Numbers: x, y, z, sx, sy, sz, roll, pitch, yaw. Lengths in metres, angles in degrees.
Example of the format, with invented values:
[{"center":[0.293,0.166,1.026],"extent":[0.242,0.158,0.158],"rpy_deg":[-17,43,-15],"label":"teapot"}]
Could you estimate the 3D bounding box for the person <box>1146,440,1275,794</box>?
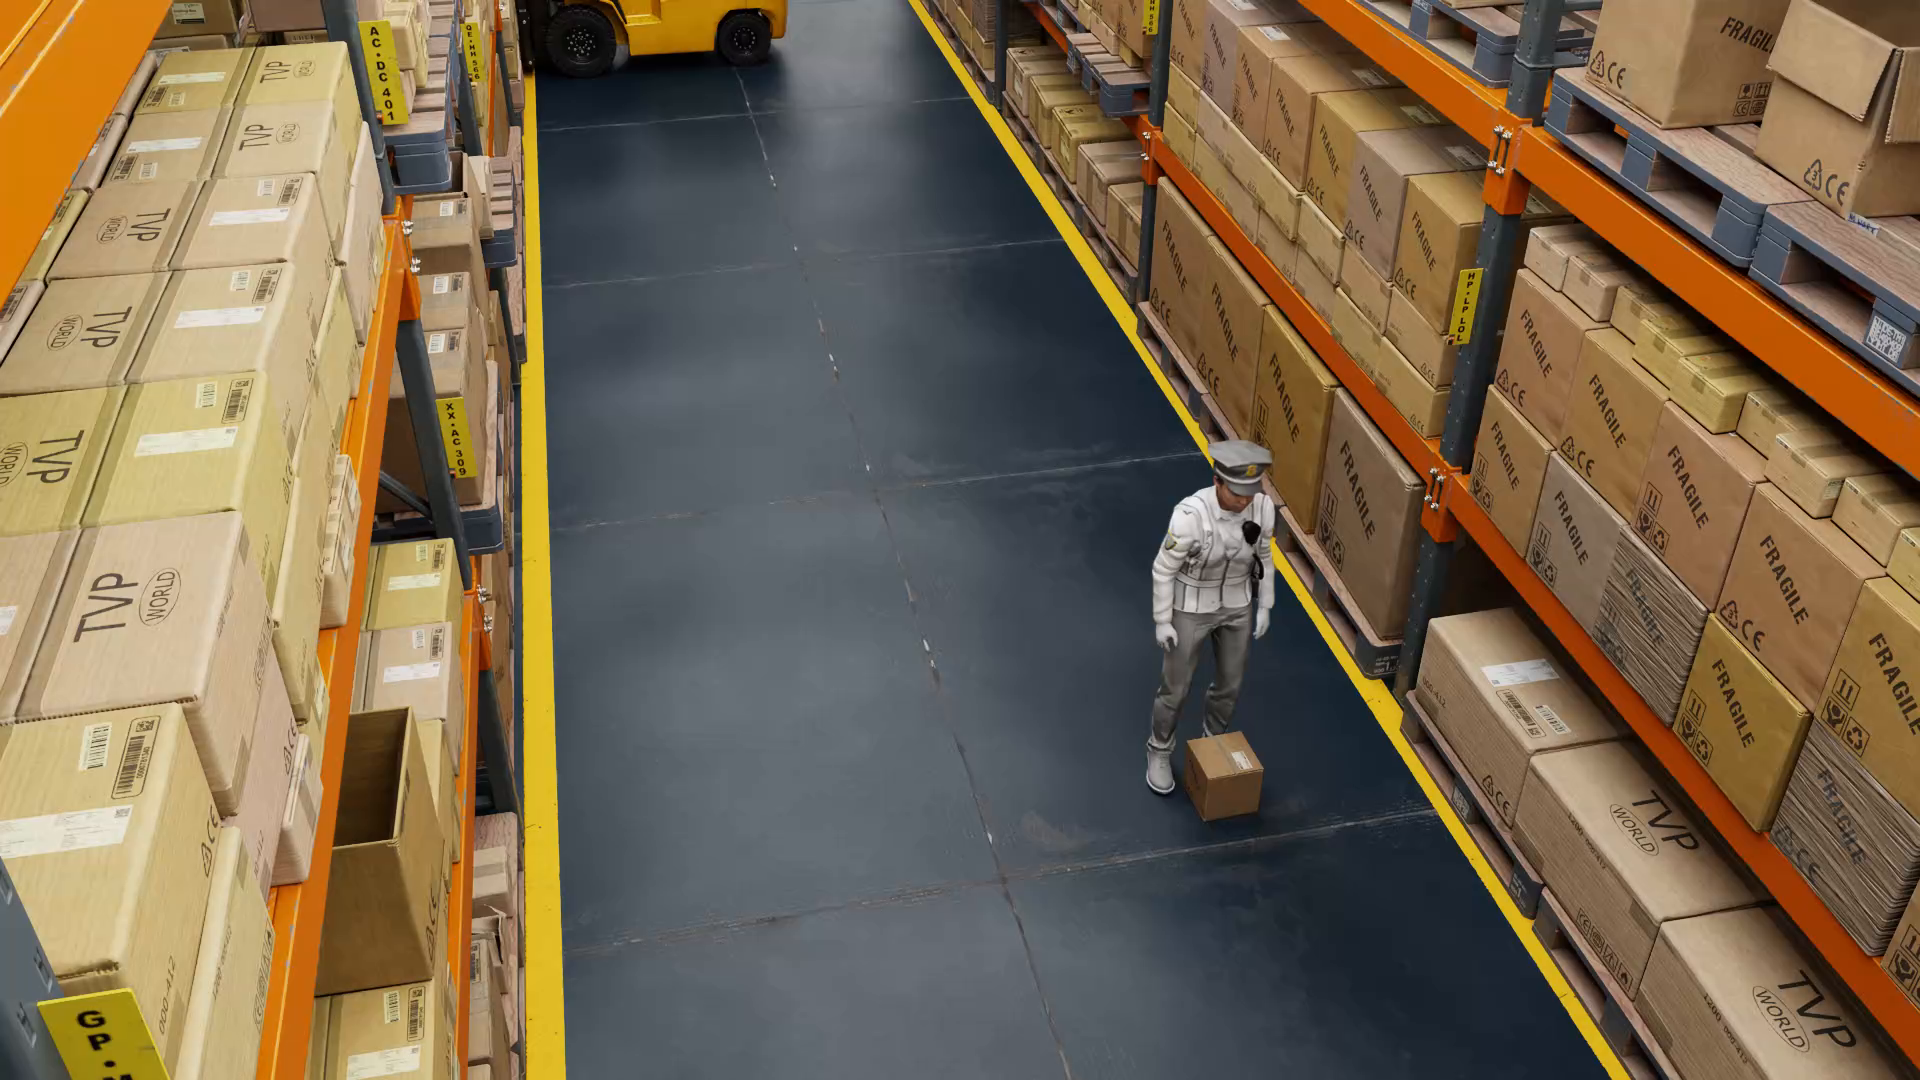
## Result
[{"center":[1.050,0.303,6.911],"extent":[0.529,1.664,0.374],"rpy_deg":[-8,35,-11],"label":"person"}]
